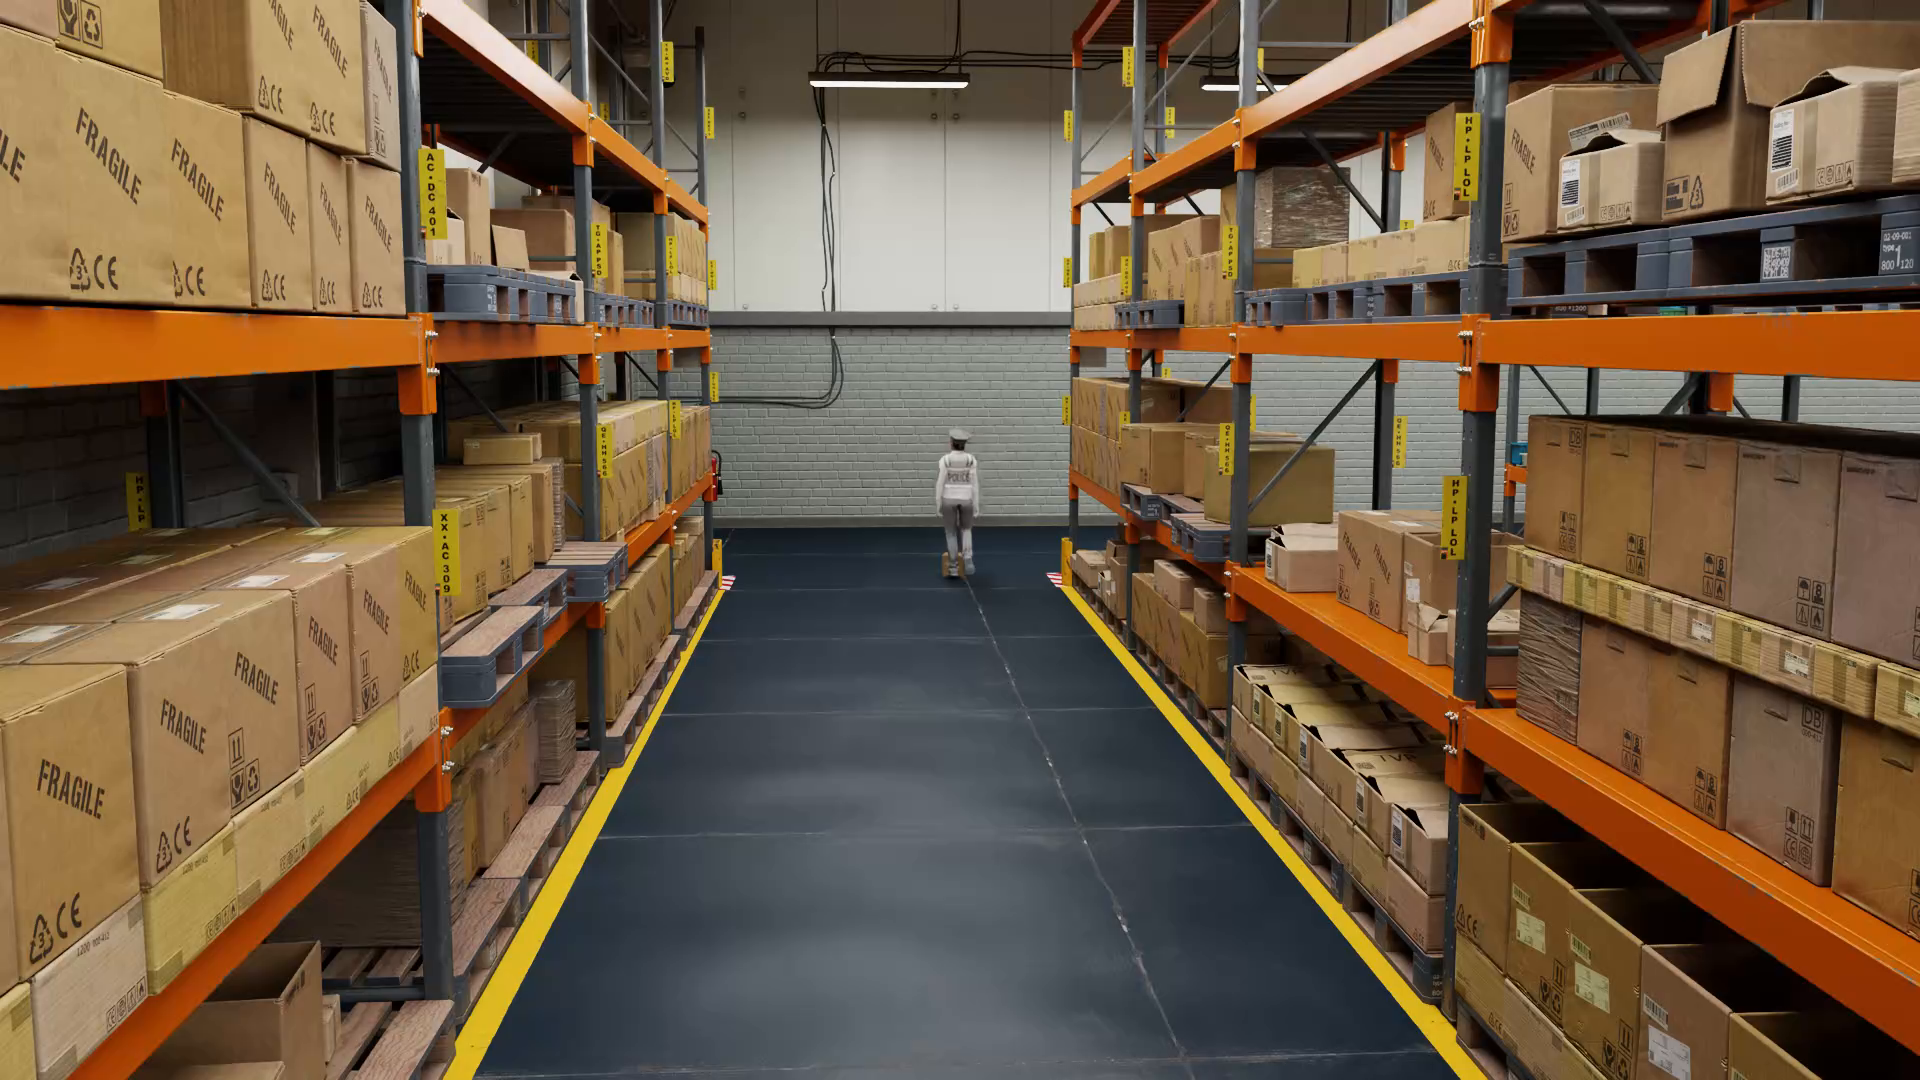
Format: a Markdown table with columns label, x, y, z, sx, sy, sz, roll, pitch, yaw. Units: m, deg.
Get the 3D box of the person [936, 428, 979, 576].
| label | x | y | z | sx | sy | sz | roll | pitch | yaw |
| --- | --- | --- | --- | --- | --- | --- | --- | --- | --- |
| person | -0.040 | -0.428 | 18.916 | 0.497 | 1.686 | 0.433 | -2 | 7 | -13 |
